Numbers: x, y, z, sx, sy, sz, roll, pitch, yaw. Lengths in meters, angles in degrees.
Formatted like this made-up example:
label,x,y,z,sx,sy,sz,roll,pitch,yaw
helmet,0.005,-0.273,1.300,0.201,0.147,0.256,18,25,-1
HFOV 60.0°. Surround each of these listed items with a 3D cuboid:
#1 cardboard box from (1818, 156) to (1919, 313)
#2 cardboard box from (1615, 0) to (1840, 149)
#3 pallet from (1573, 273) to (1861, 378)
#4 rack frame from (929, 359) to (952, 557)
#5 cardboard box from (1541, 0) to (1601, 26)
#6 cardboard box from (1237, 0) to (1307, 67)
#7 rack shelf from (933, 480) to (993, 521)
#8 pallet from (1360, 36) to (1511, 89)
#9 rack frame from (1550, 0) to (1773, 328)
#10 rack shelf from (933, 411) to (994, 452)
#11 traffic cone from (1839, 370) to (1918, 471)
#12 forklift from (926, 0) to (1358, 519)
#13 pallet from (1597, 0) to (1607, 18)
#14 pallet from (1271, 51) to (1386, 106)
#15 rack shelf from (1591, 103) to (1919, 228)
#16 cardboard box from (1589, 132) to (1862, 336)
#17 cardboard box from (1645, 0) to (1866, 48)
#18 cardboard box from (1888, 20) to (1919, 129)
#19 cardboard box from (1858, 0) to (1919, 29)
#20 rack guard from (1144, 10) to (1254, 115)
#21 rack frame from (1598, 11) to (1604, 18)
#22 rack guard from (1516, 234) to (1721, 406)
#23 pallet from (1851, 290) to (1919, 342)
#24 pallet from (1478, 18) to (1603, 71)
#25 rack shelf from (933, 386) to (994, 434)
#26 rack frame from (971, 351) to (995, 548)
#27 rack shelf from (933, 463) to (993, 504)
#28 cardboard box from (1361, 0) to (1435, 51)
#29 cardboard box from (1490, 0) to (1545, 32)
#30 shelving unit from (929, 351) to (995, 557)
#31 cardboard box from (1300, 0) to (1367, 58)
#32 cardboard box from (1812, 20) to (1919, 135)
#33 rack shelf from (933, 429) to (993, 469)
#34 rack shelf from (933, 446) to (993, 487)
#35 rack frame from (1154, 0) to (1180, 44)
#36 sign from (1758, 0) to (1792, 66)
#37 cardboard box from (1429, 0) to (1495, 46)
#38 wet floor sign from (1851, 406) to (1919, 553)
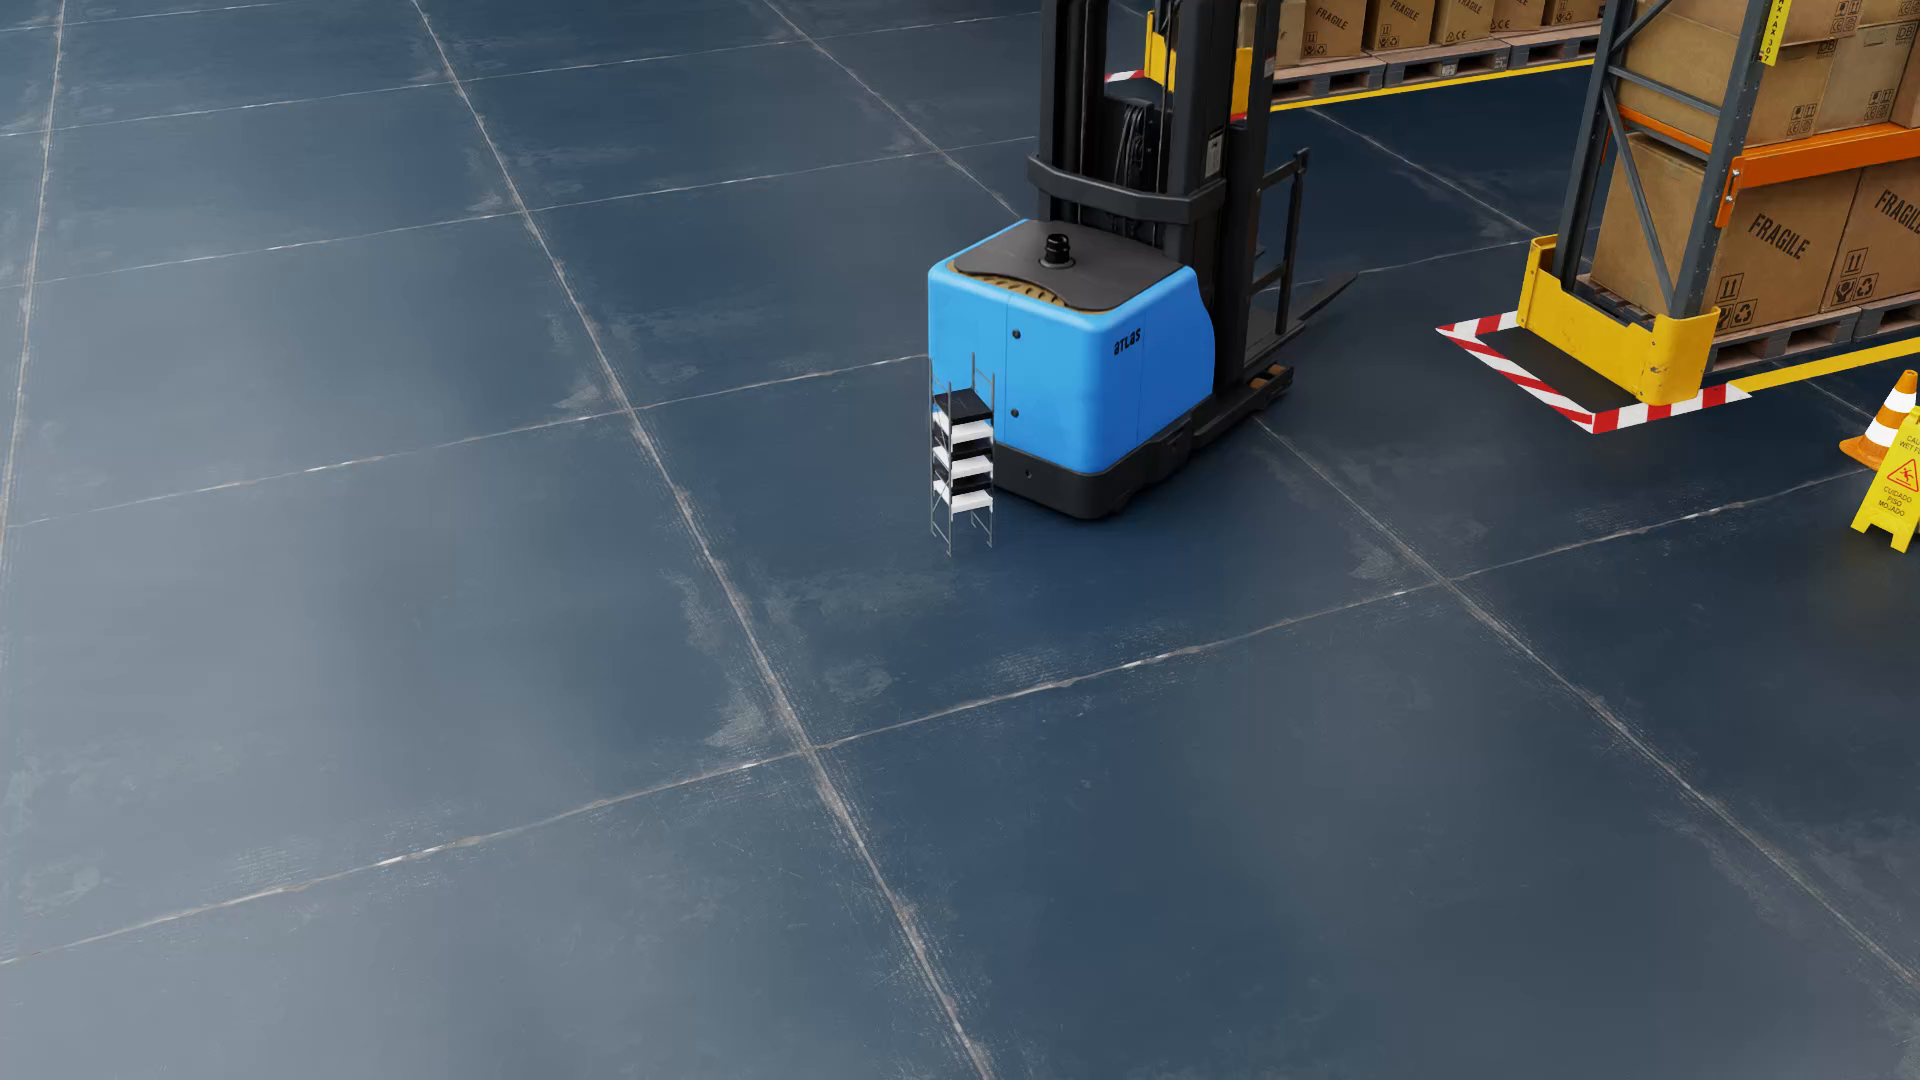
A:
label,x,y,z,sx,sy,sz,roll,pitch,yaw
cardboard box,5.040,-1.941,9.546,0.875,0.875,0.875,-13,35,-20
cardboard box,3.955,-2.456,8.637,0.550,0.550,0.875,-13,35,-19
pallet,4.337,-1.332,9.603,1.213,0.211,1.003,-13,35,-19
rack frame,-0.086,-0.357,7.474,0.006,0.900,0.240,-13,35,-19
cardboard box,5.107,-4.716,14.155,0.500,0.500,0.500,-14,36,-20
cardboard box,2.385,-4.060,13.146,0.500,0.500,0.500,-7,34,-10
rack shelf,0.007,-0.200,7.624,0.200,0.077,0.258,-13,35,-19
pallet,3.759,-4.064,13.803,1.213,0.211,1.003,-13,35,-19
rack frame,3.630,-2.292,8.523,0.127,3.000,1.000,-13,35,-19
rack shelf,0.007,-0.502,7.427,0.200,0.077,0.258,-13,35,-19
traffic cone,4.670,-0.627,8.290,0.334,0.463,0.336,-13,35,-19
forklift,1.137,-2.068,8.241,1.130,2.935,3.031,23,40,31
pallet,6.209,-4.649,14.701,1.213,0.211,1.003,-13,35,-19
pallet,2.636,-3.809,13.410,1.213,0.211,1.003,-13,35,-19
rack shelf,5.474,-2.413,9.368,4.000,0.370,1.077,-13,35,-19
cardboard box,4.230,-1.754,9.259,0.875,0.875,0.875,-13,35,-19
cardboard box,3.987,-2.867,8.278,0.550,0.550,0.875,-13,35,-19
cardboard box,5.018,-2.639,8.917,0.550,0.550,0.875,-13,35,-19
cardboard box,4.459,-3.029,8.528,0.550,0.550,0.875,-13,35,-19
rack guard,1.873,-3.776,13.095,0.348,0.500,1.175,-13,35,-19
rack frame,5.491,-5.652,13.687,0.127,3.000,1.000,-13,35,-19
rack guard,3.608,-1.240,9.197,0.348,0.500,1.175,-13,35,-19
pallet,5.460,-1.587,9.996,1.213,0.211,1.003,-13,35,-19
pallet,4.886,-4.324,14.202,1.213,0.211,1.003,-13,35,-19
rack shelf,0.007,-0.577,7.378,0.200,0.077,0.258,-13,35,-19
rack frame,0.101,-0.400,7.540,0.006,0.900,0.240,-13,35,-19
rack shelf,0.007,-0.276,7.574,0.200,0.077,0.258,-13,35,-19
cardboard box,3.508,-4.326,13.555,0.500,0.500,0.500,-10,34,-14
cardboard box,4.582,-4.592,13.963,0.500,0.500,0.500,-2,33,-4
shelving unit,0.007,-0.379,7.507,0.210,0.900,0.258,-13,35,-19
cardboard box,2.923,-4.203,13.366,0.500,0.500,0.500,-4,33,-6
cardboard box,4.453,-2.584,8.833,0.550,0.550,0.875,-13,35,-19
rack shelf,0.007,-0.426,7.476,0.200,0.077,0.258,-13,35,-19
rack shelf,0.007,-0.351,7.525,0.200,0.077,0.258,-13,35,-19
rack frame,1.803,-4.808,12.389,0.127,3.000,1.000,-13,35,-19
sign,3.839,-2.408,7.834,0.005,0.325,0.100,-13,35,-19
cardboard box,4.040,-4.421,13.701,0.500,0.500,0.500,-16,36,-23
wet floor sign,4.370,-0.304,7.625,0.232,0.644,0.267,-19,38,-27
